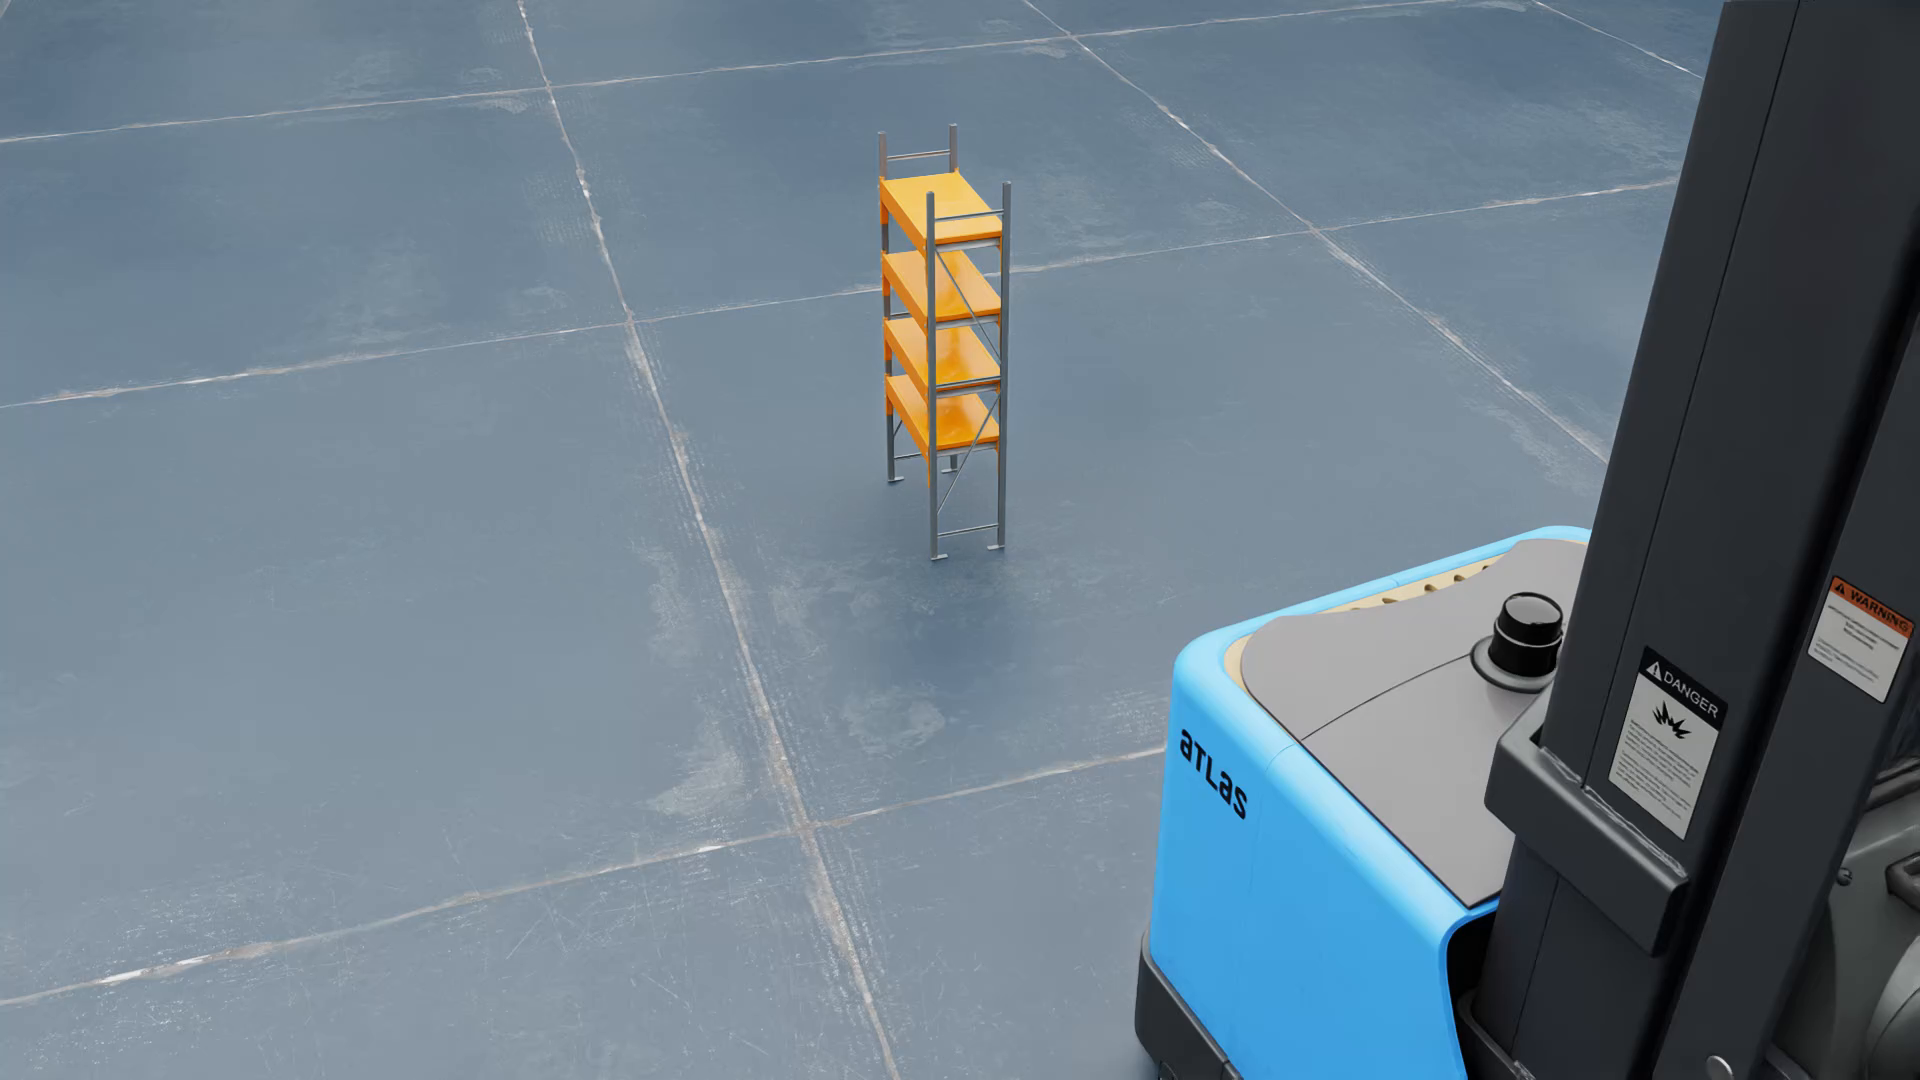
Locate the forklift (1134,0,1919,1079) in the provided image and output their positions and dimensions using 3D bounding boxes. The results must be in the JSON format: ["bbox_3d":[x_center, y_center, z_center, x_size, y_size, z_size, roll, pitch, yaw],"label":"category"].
[{"bbox_3d":[1.477,0.469,1.882,1.130,2.935,3.031,-15,36,-22],"label":"forklift"}]

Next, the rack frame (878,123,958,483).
[{"bbox_3d":[-0.125,-0.716,5.245,0.240,1.200,0.015,-10,35,-15],"label":"rack frame"}]

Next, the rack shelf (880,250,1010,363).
[{"bbox_3d":[-0.050,-0.718,4.965,0.258,0.148,0.480,-10,35,-15],"label":"rack shelf"}]

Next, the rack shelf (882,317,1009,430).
[{"bbox_3d":[-0.050,-0.531,5.088,0.258,0.148,0.480,-10,35,-15],"label":"rack shelf"}]

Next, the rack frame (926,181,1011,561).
[{"bbox_3d":[0.024,-0.459,4.857,0.240,1.200,0.015,-10,35,-15],"label":"rack frame"}]

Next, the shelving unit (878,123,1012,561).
[{"bbox_3d":[-0.050,-0.587,5.051,0.258,1.200,0.503,-10,35,-15],"label":"shelving unit"}]

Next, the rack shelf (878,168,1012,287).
[{"bbox_3d":[-0.050,-0.915,4.834,0.258,0.148,0.480,-10,35,-15],"label":"rack shelf"}]

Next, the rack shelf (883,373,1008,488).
[{"bbox_3d":[-0.050,-0.366,5.197,0.258,0.148,0.480,-10,35,-15],"label":"rack shelf"}]
